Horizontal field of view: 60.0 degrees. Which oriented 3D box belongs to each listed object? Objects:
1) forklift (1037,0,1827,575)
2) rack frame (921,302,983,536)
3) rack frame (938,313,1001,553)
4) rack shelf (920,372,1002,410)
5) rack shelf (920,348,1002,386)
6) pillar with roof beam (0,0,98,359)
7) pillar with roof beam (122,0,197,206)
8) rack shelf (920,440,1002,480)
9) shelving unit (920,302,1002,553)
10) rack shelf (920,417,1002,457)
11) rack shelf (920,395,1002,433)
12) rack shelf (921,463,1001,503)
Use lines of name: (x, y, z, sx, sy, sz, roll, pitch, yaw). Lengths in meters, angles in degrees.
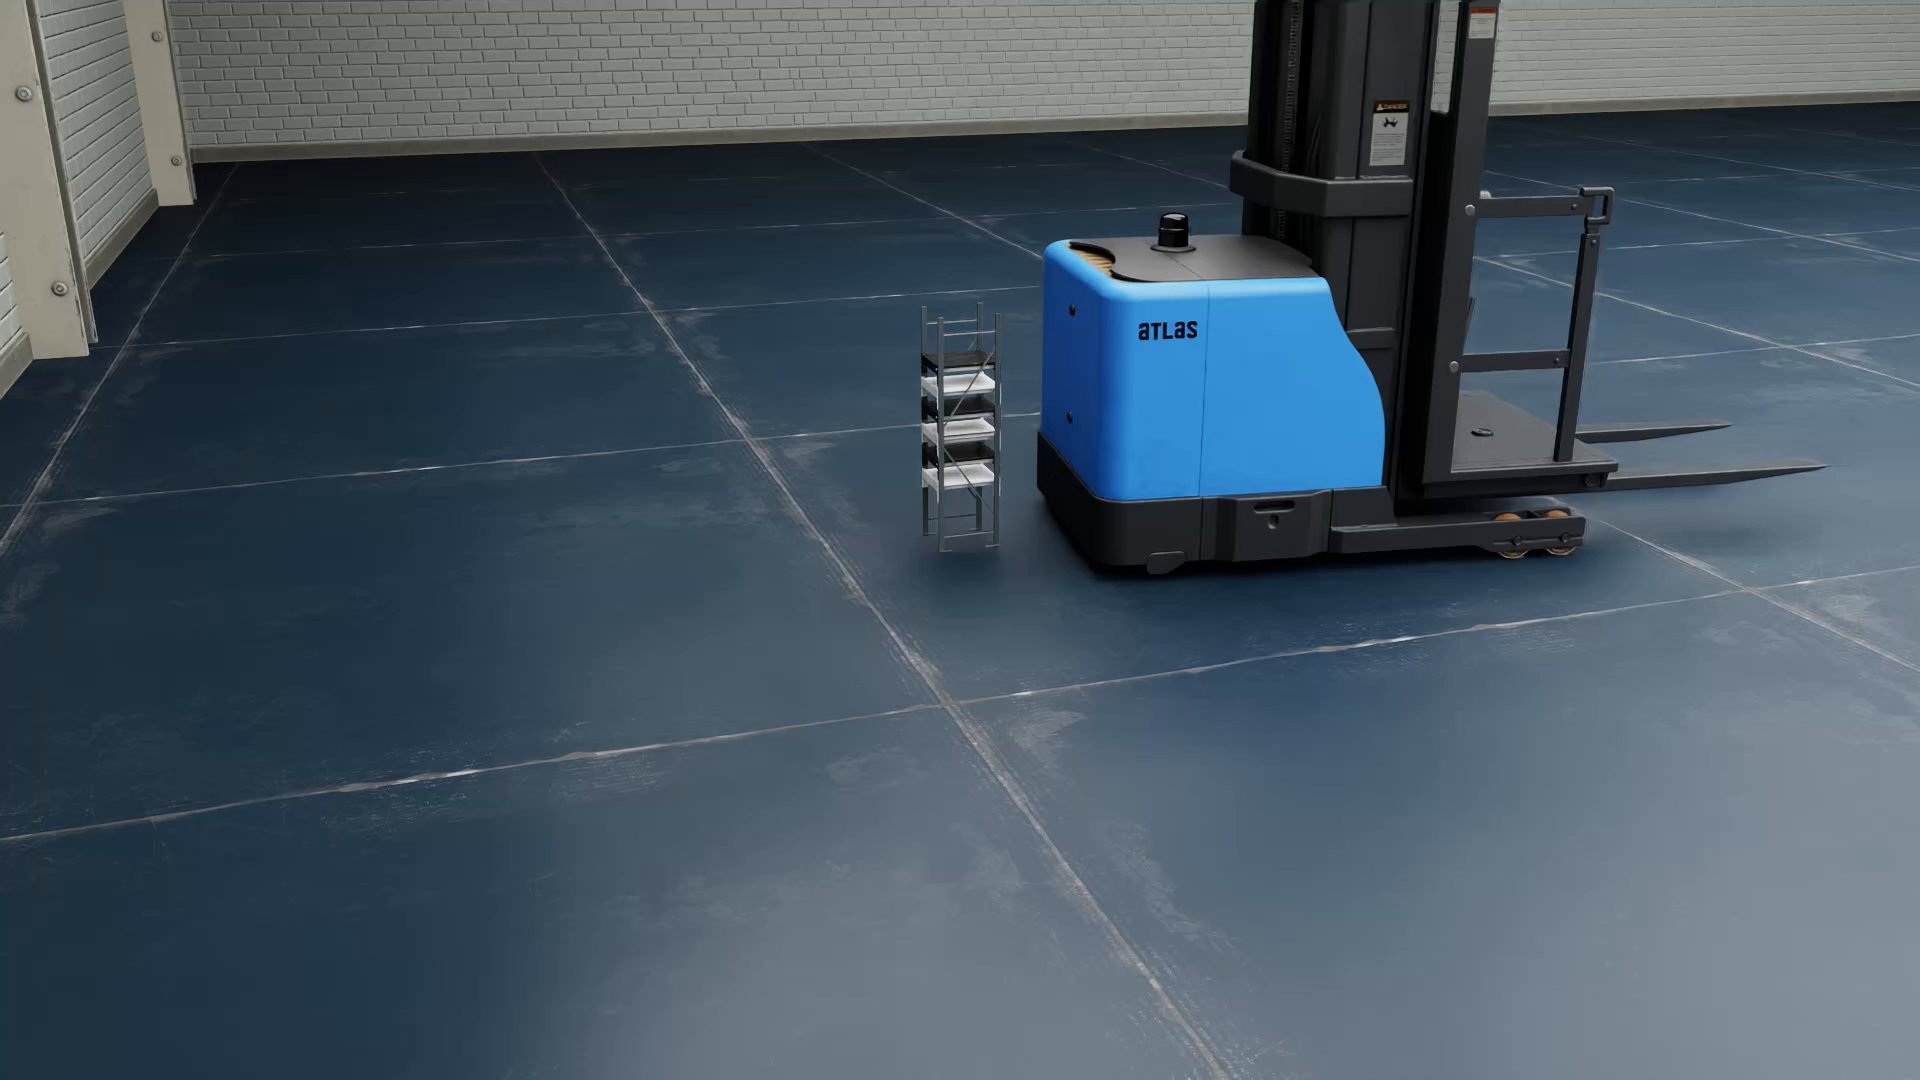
forklift: (1.882, -1.481, 6.202, 3.031, 2.935, 1.130, -4, 20, -10)
rack frame: (-0.029, -0.454, 6.348, 0.240, 0.900, 0.006, -6, 21, -17)
rack frame: (0.034, -0.388, 6.166, 0.240, 0.900, 0.006, -6, 21, -17)
rack shelf: (0.003, -0.559, 6.208, 0.258, 0.077, 0.200, -6, 21, -17)
rack shelf: (0.003, -0.644, 6.177, 0.258, 0.077, 0.200, -6, 21, -17)
pillar with roof beam: (-0.989, -5.768, 9.162, 9.100, 9.000, 0.400, -6, 21, -17)
pillar with roof beam: (-2.875, -7.693, 14.523, 9.100, 9.000, 0.400, -6, 21, -17)
rack shelf: (0.003, -0.305, 6.299, 0.258, 0.077, 0.200, -6, 21, -17)
shelving unit: (0.003, -0.421, 6.257, 0.258, 0.900, 0.210, -6, 21, -17)
rack shelf: (0.003, -0.390, 6.268, 0.258, 0.077, 0.200, -6, 21, -17)
rack shelf: (0.003, -0.474, 6.238, 0.258, 0.077, 0.200, -6, 21, -17)
rack shelf: (0.003, -0.220, 6.329, 0.258, 0.077, 0.200, -6, 21, -17)
